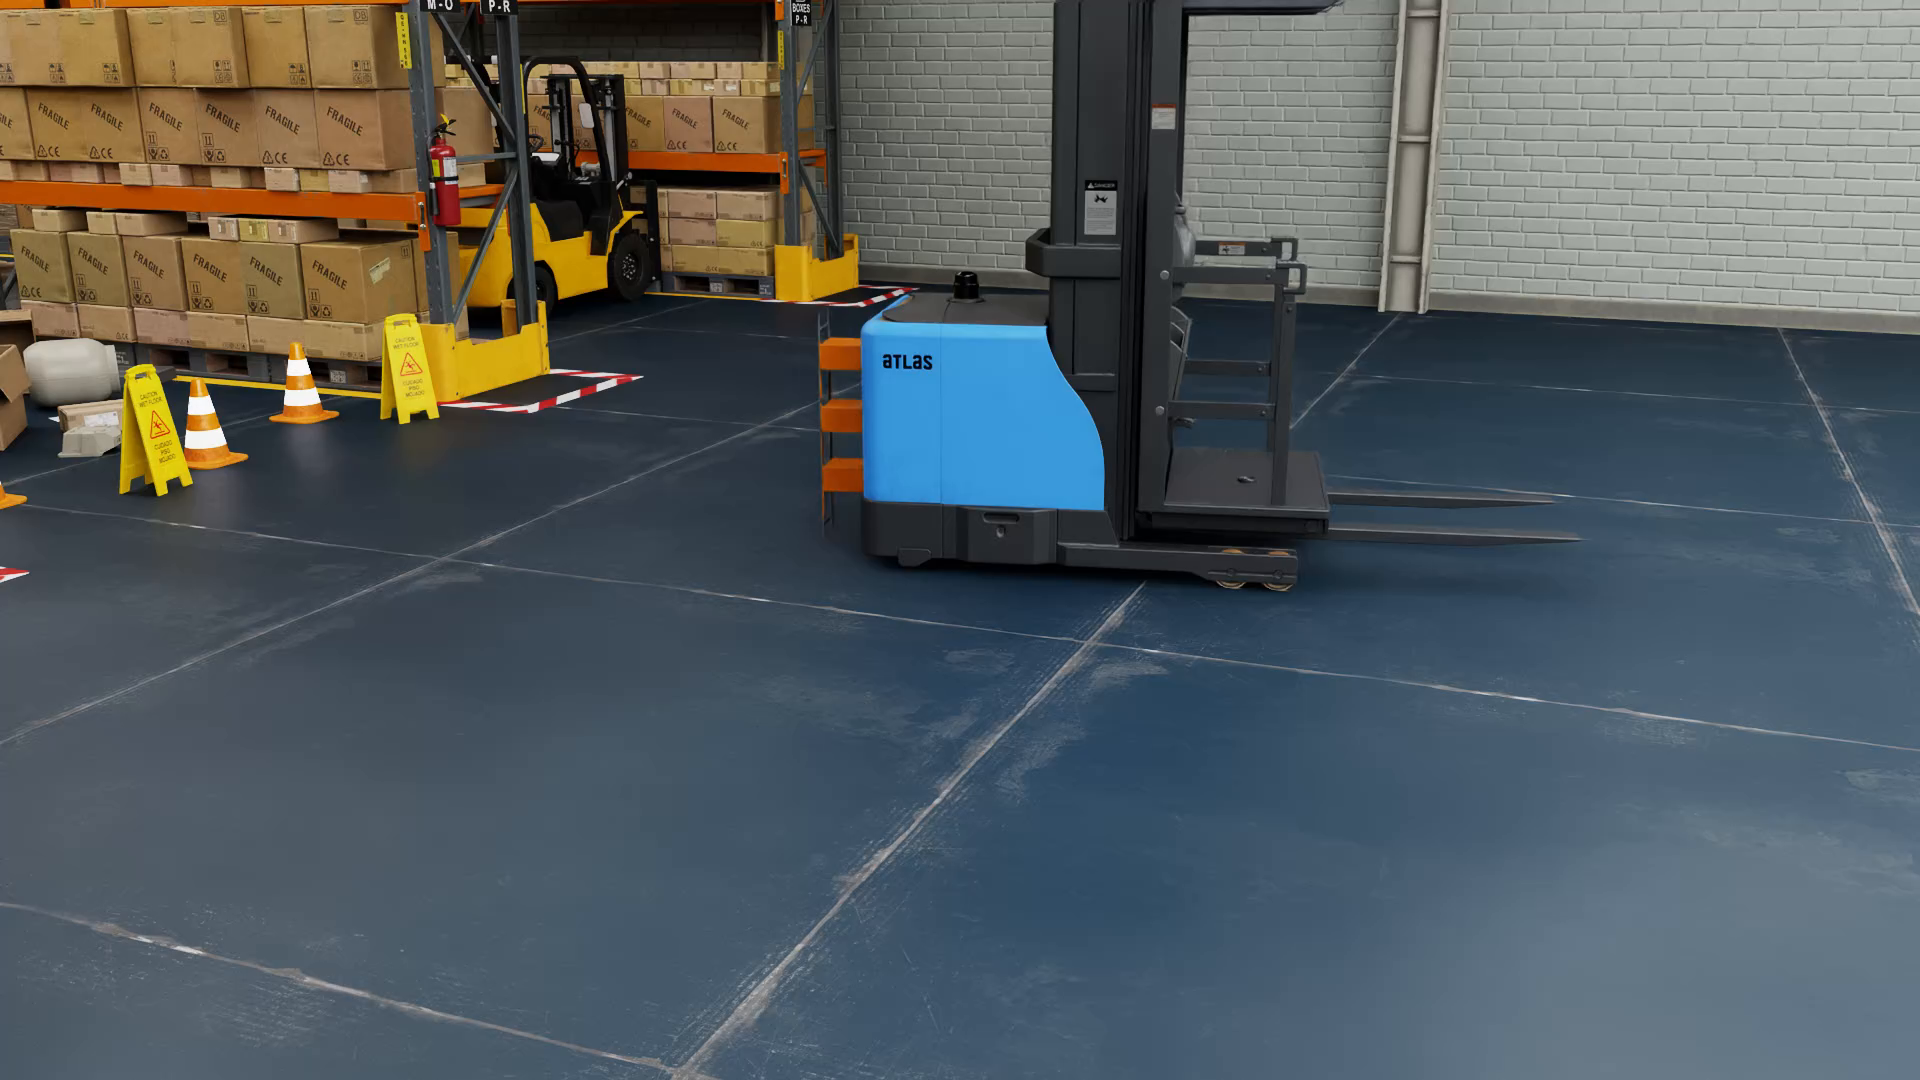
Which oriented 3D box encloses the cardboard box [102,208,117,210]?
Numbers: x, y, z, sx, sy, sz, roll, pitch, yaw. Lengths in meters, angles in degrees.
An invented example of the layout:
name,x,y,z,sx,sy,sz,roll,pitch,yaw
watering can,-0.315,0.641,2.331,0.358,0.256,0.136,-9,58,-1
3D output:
name,x,y,z,sx,sy,sz,roll,pitch,yaw
cardboard box,-9.274,-3.582,18.363,0.500,0.500,0.500,7,18,22

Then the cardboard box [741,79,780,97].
name,x,y,z,sx,sy,sz,roll,pitch,yaw
cardboard box,-1.785,-4.098,15.065,0.250,0.149,0.380,7,17,21

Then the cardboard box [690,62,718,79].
name,x,y,z,sx,sy,sz,roll,pitch,yaw
cardboard box,-2.265,-4.296,15.217,0.250,0.149,0.380,7,17,22

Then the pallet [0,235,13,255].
name,x,y,z,sx,sy,sz,roll,pitch,yaw
pallet,-10.614,-3.466,19.233,1.213,0.211,1.003,6,17,21

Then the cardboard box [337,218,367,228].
name,x,y,z,sx,sy,sz,roll,pitch,yaw
cardboard box,-6.290,-3.377,17.434,0.625,0.625,0.875,6,17,20

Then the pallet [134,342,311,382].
name,x,y,z,sx,sy,sz,roll,pitch,yaw
pallet,-5.122,-1.374,12.027,1.213,0.211,1.003,6,17,21

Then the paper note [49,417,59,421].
name,x,y,z,sx,sy,sz,roll,pitch,yaw
paper note,-5.523,-0.762,10.265,0.142,0.019,0.148,14,21,40

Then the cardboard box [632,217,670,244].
name,x,y,z,sx,sy,sz,roll,pitch,yaw
cardboard box,-2.878,-2.967,15.794,0.500,0.250,0.500,6,17,19

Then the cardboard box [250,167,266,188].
name,x,y,z,sx,sy,sz,roll,pitch,yaw
cardboard box,-4.549,-2.460,11.217,0.250,0.149,0.380,7,17,21

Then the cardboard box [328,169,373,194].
name,x,y,z,sx,sy,sz,roll,pitch,yaw
cardboard box,-3.881,-2.347,10.828,0.250,0.149,0.380,6,17,20

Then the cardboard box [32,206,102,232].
name,x,y,z,sx,sy,sz,roll,pitch,yaw
cardboard box,-6.355,-2.291,11.854,0.250,0.149,0.380,7,17,21

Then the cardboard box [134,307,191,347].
name,x,y,z,sx,sy,sz,roll,pitch,yaw
cardboard box,-5.454,-1.542,11.784,0.500,0.250,0.500,6,17,20

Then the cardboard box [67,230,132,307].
name,x,y,z,sx,sy,sz,roll,pitch,yaw
cardboard box,-5.947,-1.956,11.864,0.500,0.500,0.500,7,18,23

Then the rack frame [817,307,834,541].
name,x,y,z,sx,sy,sz,roll,pitch,yaw
rack frame,-0.614,-0.528,7.610,0.008,1.050,0.200,3,16,9

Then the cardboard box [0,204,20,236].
name,x,y,z,sx,sy,sz,roll,pitch,yaw
cardboard box,-10.714,-3.737,18.897,0.500,0.500,0.500,6,17,19

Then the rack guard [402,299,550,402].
name,x,y,z,sx,sy,sz,roll,pitch,yaw
rack guard,-3.249,-1.295,11.237,0.348,0.500,1.175,6,17,21

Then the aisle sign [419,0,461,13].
name,x,y,z,sx,sy,sz,roll,pitch,yaw
aisle sign,-3.227,-3.654,10.218,0.004,0.787,0.394,6,17,21

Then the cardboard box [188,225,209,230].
name,x,y,z,sx,sy,sz,roll,pitch,yaw
cardboard box,-5.301,-2.044,12.166,0.500,0.500,0.500,7,18,24

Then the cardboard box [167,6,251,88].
name,x,y,z,sx,sy,sz,roll,pitch,yaw
cardboard box,-4.713,-3.233,10.925,0.500,0.500,0.700,6,17,20

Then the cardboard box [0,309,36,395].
name,x,y,z,sx,sy,sz,roll,pitch,yaw
cardboard box,-6.401,-1.235,11.026,0.500,0.500,0.500,-9,18,-27

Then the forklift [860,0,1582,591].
name,x,y,z,sx,sy,sz,roll,pitch,yaw
forklift,1.131,-1.353,7.078,3.031,2.935,1.130,3,16,9

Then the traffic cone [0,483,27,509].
name,x,y,z,sx,sy,sz,roll,pitch,yaw
traffic cone,-4.873,-0.398,8.213,0.334,0.463,0.336,6,17,21

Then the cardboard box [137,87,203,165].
name,x,y,z,sx,sy,sz,roll,pitch,yaw
cardboard box,-5.177,-2.824,11.307,0.500,0.500,0.500,6,17,21

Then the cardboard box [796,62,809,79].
name,x,y,z,sx,sy,sz,roll,pitch,yaw
cardboard box,-1.594,-4.367,15.461,0.250,0.149,0.380,6,17,20

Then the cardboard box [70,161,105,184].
name,x,y,z,sx,sy,sz,roll,pitch,yaw
cardboard box,-5.994,-2.595,11.681,0.250,0.149,0.380,7,18,22

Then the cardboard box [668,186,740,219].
name,x,y,z,sx,sy,sz,roll,pitch,yaw
cardboard box,-2.380,-3.153,15.541,0.500,0.250,0.500,7,17,22

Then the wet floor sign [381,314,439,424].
name,x,y,z,sx,sy,sz,roll,pitch,yaw
wet floor sign,-3.394,-1.060,10.167,0.232,0.644,0.267,14,21,40

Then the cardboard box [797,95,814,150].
name,x,y,z,sx,sy,sz,roll,pitch,yaw
cardboard box,-1.719,-3.946,15.706,0.500,0.500,0.500,7,18,22

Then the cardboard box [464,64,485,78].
name,x,y,z,sx,sy,sz,roll,pitch,yaw
cardboard box,-4.610,-4.578,16.188,0.250,0.149,0.380,7,17,21

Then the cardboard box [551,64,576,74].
name,x,y,z,sx,sy,sz,roll,pitch,yaw
cardboard box,-3.666,-4.466,15.801,0.250,0.149,0.380,6,17,20

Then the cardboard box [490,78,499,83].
name,x,y,z,sx,sy,sz,roll,pitch,yaw
cardboard box,-4.387,-4.398,16.099,0.250,0.149,0.380,6,17,21

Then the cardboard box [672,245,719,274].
name,x,y,z,sx,sy,sz,roll,pitch,yaw
cardboard box,-2.372,-2.676,15.689,0.500,0.250,0.500,6,17,21

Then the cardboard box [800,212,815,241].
name,x,y,z,sx,sy,sz,roll,pitch,yaw
cardboard box,-1.721,-2.998,15.904,0.500,0.250,0.500,7,17,22

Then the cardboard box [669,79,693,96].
name,x,y,z,sx,sy,sz,roll,pitch,yaw
cardboard box,-2.479,-4.187,15.372,0.250,0.149,0.380,6,17,20

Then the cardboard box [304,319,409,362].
name,x,y,z,sx,sy,sz,roll,pitch,yaw
cardboard box,-4.051,-1.384,11.240,0.500,0.250,0.500,6,17,20

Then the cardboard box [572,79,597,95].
name,x,y,z,sx,sy,sz,roll,pitch,yaw
cardboard box,-3.450,-4.280,15.693,0.250,0.149,0.380,6,17,19

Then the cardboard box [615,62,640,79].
name,x,y,z,sx,sy,sz,roll,pitch,yaw
cardboard box,-2.995,-4.364,15.450,0.250,0.149,0.380,7,17,22

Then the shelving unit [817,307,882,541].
name,x,y,z,sx,sy,sz,roll,pitch,yaw
shelving unit,-0.493,-0.523,7.592,0.252,1.050,0.215,3,16,9

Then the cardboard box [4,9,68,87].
name,x,y,z,sx,sy,sz,roll,pitch,yaw
cardboard box,-6.102,-3.409,11.528,0.500,0.500,0.700,6,17,21

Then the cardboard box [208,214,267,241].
name,x,y,z,sx,sy,sz,roll,pitch,yaw
cardboard box,-4.862,-2.129,11.296,0.250,0.149,0.380,7,18,23

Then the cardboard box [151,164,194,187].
name,x,y,z,sx,sy,sz,roll,pitch,yaw
cardboard box,-5.292,-2.509,11.386,0.250,0.149,0.380,6,17,20

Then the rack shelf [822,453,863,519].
name,x,y,z,sx,sy,sz,roll,pitch,yaw
rack shelf,-0.493,-0.246,7.672,0.240,0.259,0.215,3,16,9

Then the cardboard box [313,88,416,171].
name,x,y,z,sx,sy,sz,roll,pitch,yaw
cardboard box,-3.784,-2.662,10.751,0.500,0.500,0.500,6,17,20

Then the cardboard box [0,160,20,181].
name,x,y,z,sx,sy,sz,roll,pitch,yaw
cardboard box,-6.724,-2.661,11.909,0.250,0.149,0.380,6,17,20

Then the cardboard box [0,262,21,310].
name,x,y,z,sx,sy,sz,roll,pitch,yaw
cardboard box,-7.388,-1.889,12.762,0.625,0.372,0.950,7,17,21

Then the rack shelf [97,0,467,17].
name,x,y,z,sx,sy,sz,roll,pitch,yaw
rack shelf,-6.942,-5.484,17.094,4.000,0.370,1.077,6,17,21

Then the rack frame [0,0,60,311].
name,x,y,z,sx,sy,sz,roll,pitch,yaw
rack frame,-6.899,-2.897,12.271,0.127,3.000,1.000,6,17,21

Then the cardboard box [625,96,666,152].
name,x,y,z,sx,sy,sz,roll,pitch,yaw
cardboard box,-2.870,-3.913,15.594,0.500,0.500,0.500,6,17,20

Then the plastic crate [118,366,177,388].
name,x,y,z,sx,sy,sz,roll,pitch,yaw
plastic crate,-5.739,-1.121,11.393,0.583,0.080,0.402,0,16,1

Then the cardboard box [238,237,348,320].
name,x,y,z,sx,sy,sz,roll,pitch,yaw
cardboard box,-4.506,-1.796,11.312,0.500,0.500,0.500,7,18,23

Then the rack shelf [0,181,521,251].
name,x,y,z,sx,sy,sz,roll,pitch,yaw
rack shelf,-5.038,-2.347,11.667,4.000,0.370,1.077,6,17,21

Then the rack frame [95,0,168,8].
name,x,y,z,sx,sy,sz,roll,pitch,yaw
rack frame,-8.802,-4.594,18.116,0.127,3.000,1.000,6,17,21

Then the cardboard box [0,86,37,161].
name,x,y,z,sx,sy,sz,roll,pitch,yaw
cardboard box,-6.592,-2.970,11.812,0.500,0.500,0.500,6,17,20

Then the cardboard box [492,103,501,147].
name,x,y,z,sx,sy,sz,roll,pitch,yaw
cardboard box,-4.273,-4.070,16.135,0.500,0.500,0.500,7,17,22

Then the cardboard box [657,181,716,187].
name,x,y,z,sx,sy,sz,roll,pitch,yaw
cardboard box,-2.665,-3.339,16.180,0.500,0.250,0.500,6,17,20
